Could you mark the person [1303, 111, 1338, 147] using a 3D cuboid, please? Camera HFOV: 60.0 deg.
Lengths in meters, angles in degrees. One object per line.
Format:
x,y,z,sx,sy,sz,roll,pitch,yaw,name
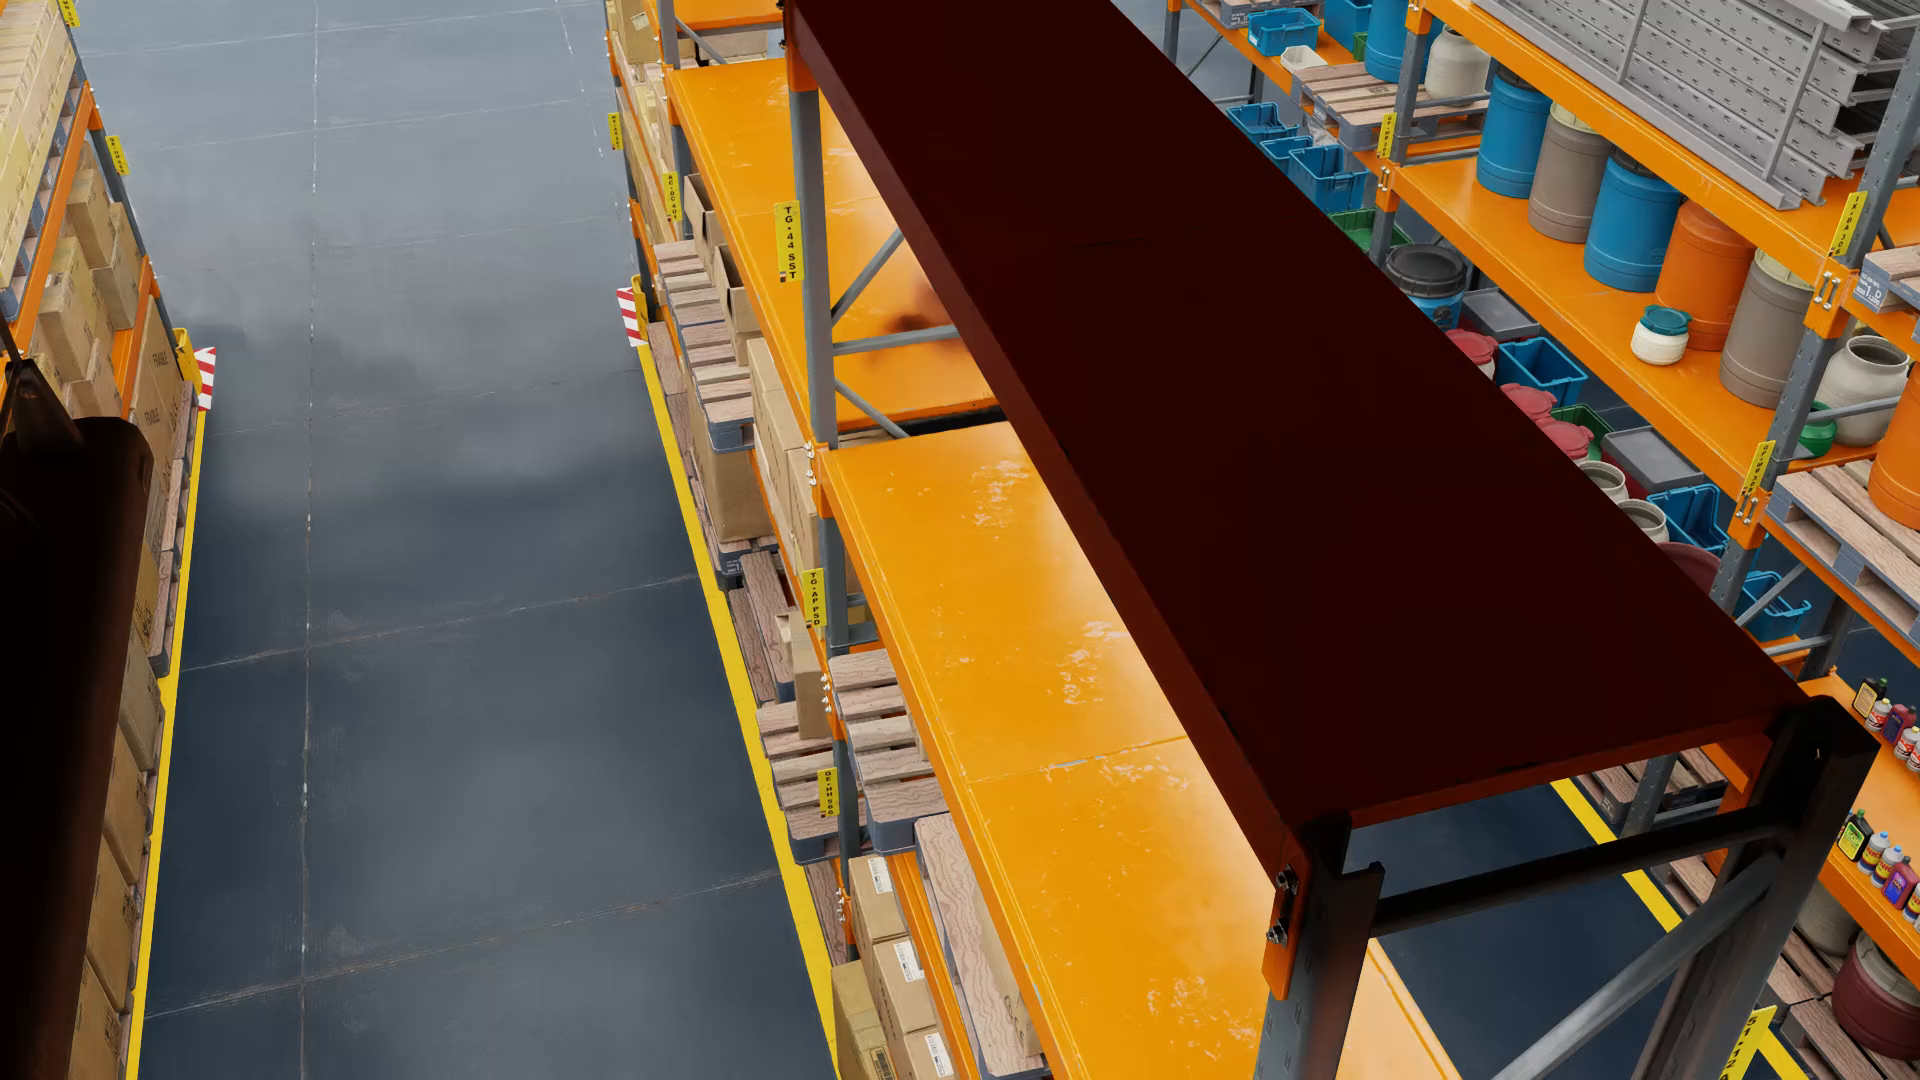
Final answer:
3.572,-3.893,16.337,0.608,1.693,0.913,-29,47,-32,person
